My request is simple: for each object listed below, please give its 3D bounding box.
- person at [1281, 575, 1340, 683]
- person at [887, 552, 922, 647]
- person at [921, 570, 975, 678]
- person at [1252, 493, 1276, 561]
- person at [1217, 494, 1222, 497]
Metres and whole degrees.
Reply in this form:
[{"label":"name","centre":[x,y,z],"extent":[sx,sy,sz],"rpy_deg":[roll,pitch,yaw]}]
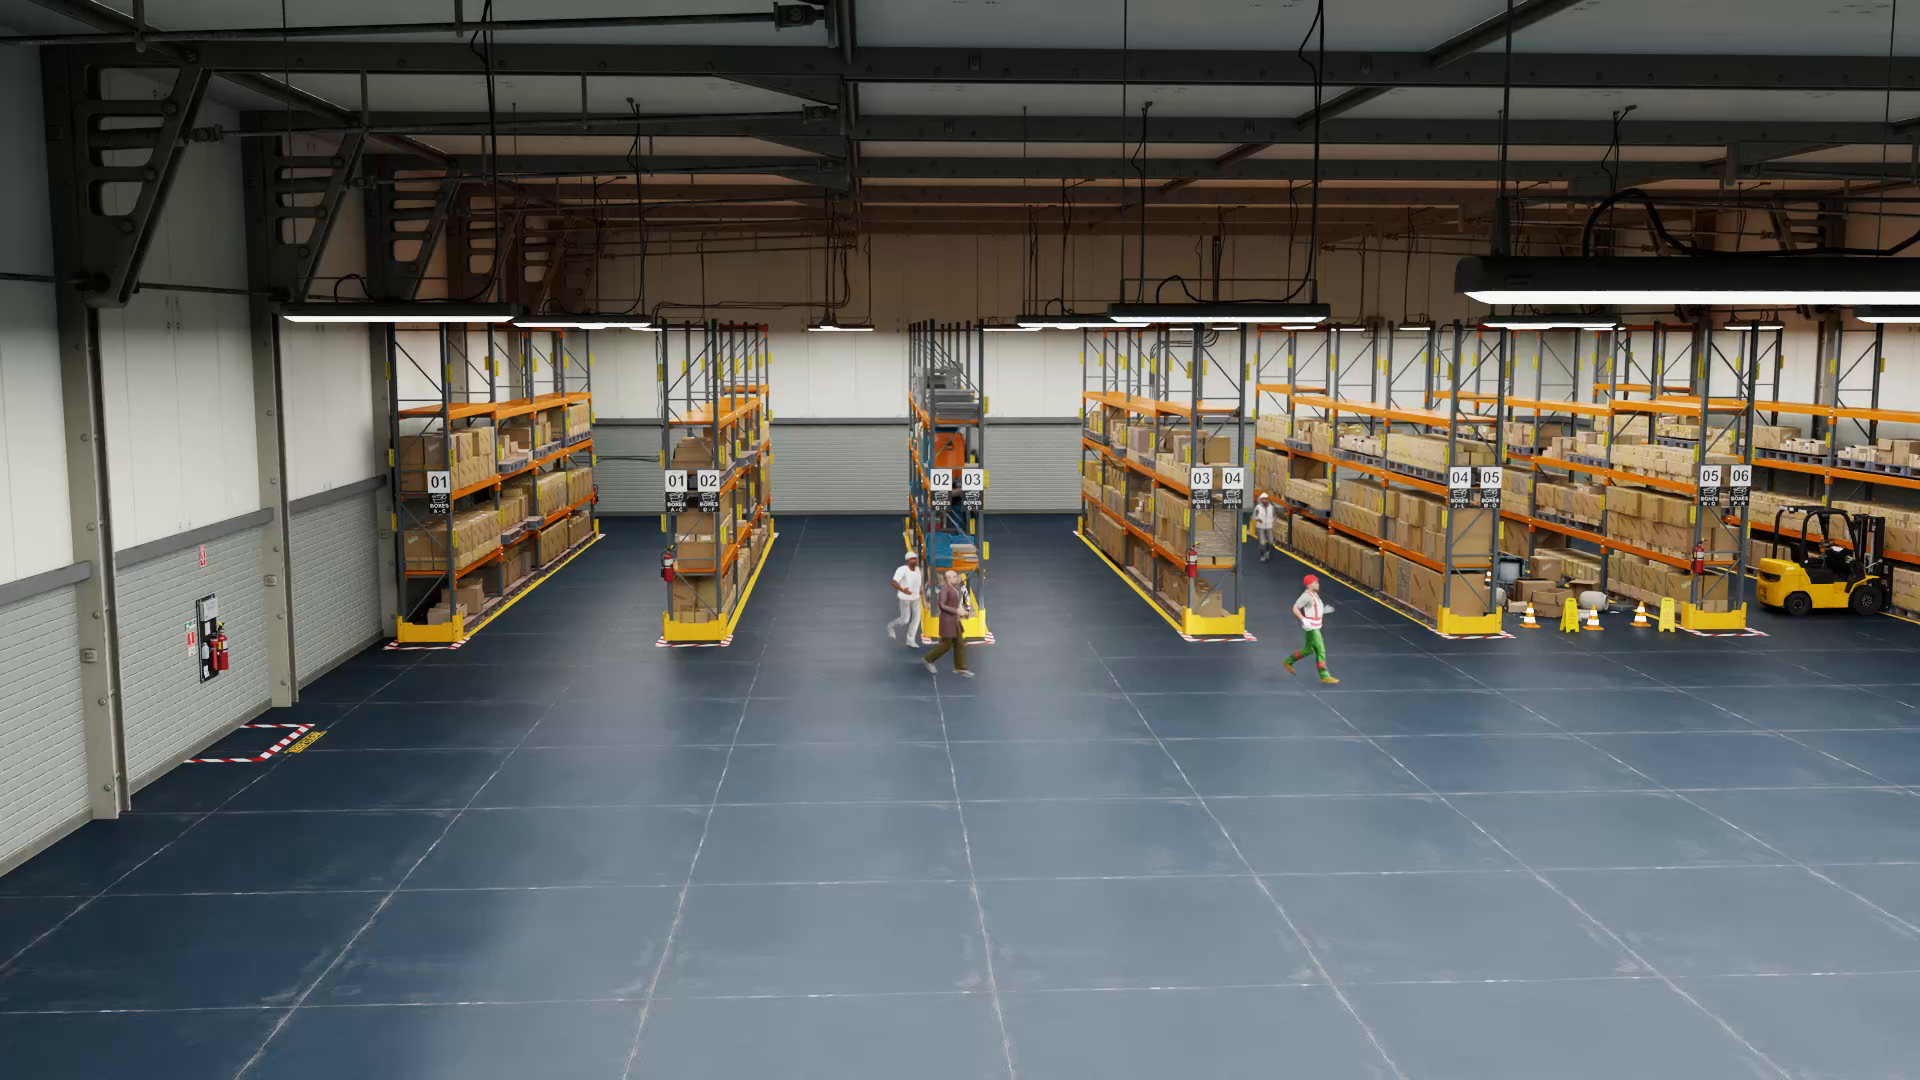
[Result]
[{"label":"person","centre":[5.777,1.446,27.357],"extent":[0.997,1.766,0.663],"rpy_deg":[3,8,24]},{"label":"person","centre":[-0.960,1.078,30.763],"extent":[0.714,1.748,0.784],"rpy_deg":[-6,9,-40]},{"label":"person","centre":[-0.175,1.400,27.909],"extent":[0.880,1.799,0.734],"rpy_deg":[3,8,21]},{"label":"person","centre":[7.690,-0.312,41.867],"extent":[0.650,1.726,0.578],"rpy_deg":[0,7,-3]},{"label":"person","centre":[7.254,-0.753,45.322],"extent":[0.728,1.774,0.938],"rpy_deg":[1,7,9]}]
